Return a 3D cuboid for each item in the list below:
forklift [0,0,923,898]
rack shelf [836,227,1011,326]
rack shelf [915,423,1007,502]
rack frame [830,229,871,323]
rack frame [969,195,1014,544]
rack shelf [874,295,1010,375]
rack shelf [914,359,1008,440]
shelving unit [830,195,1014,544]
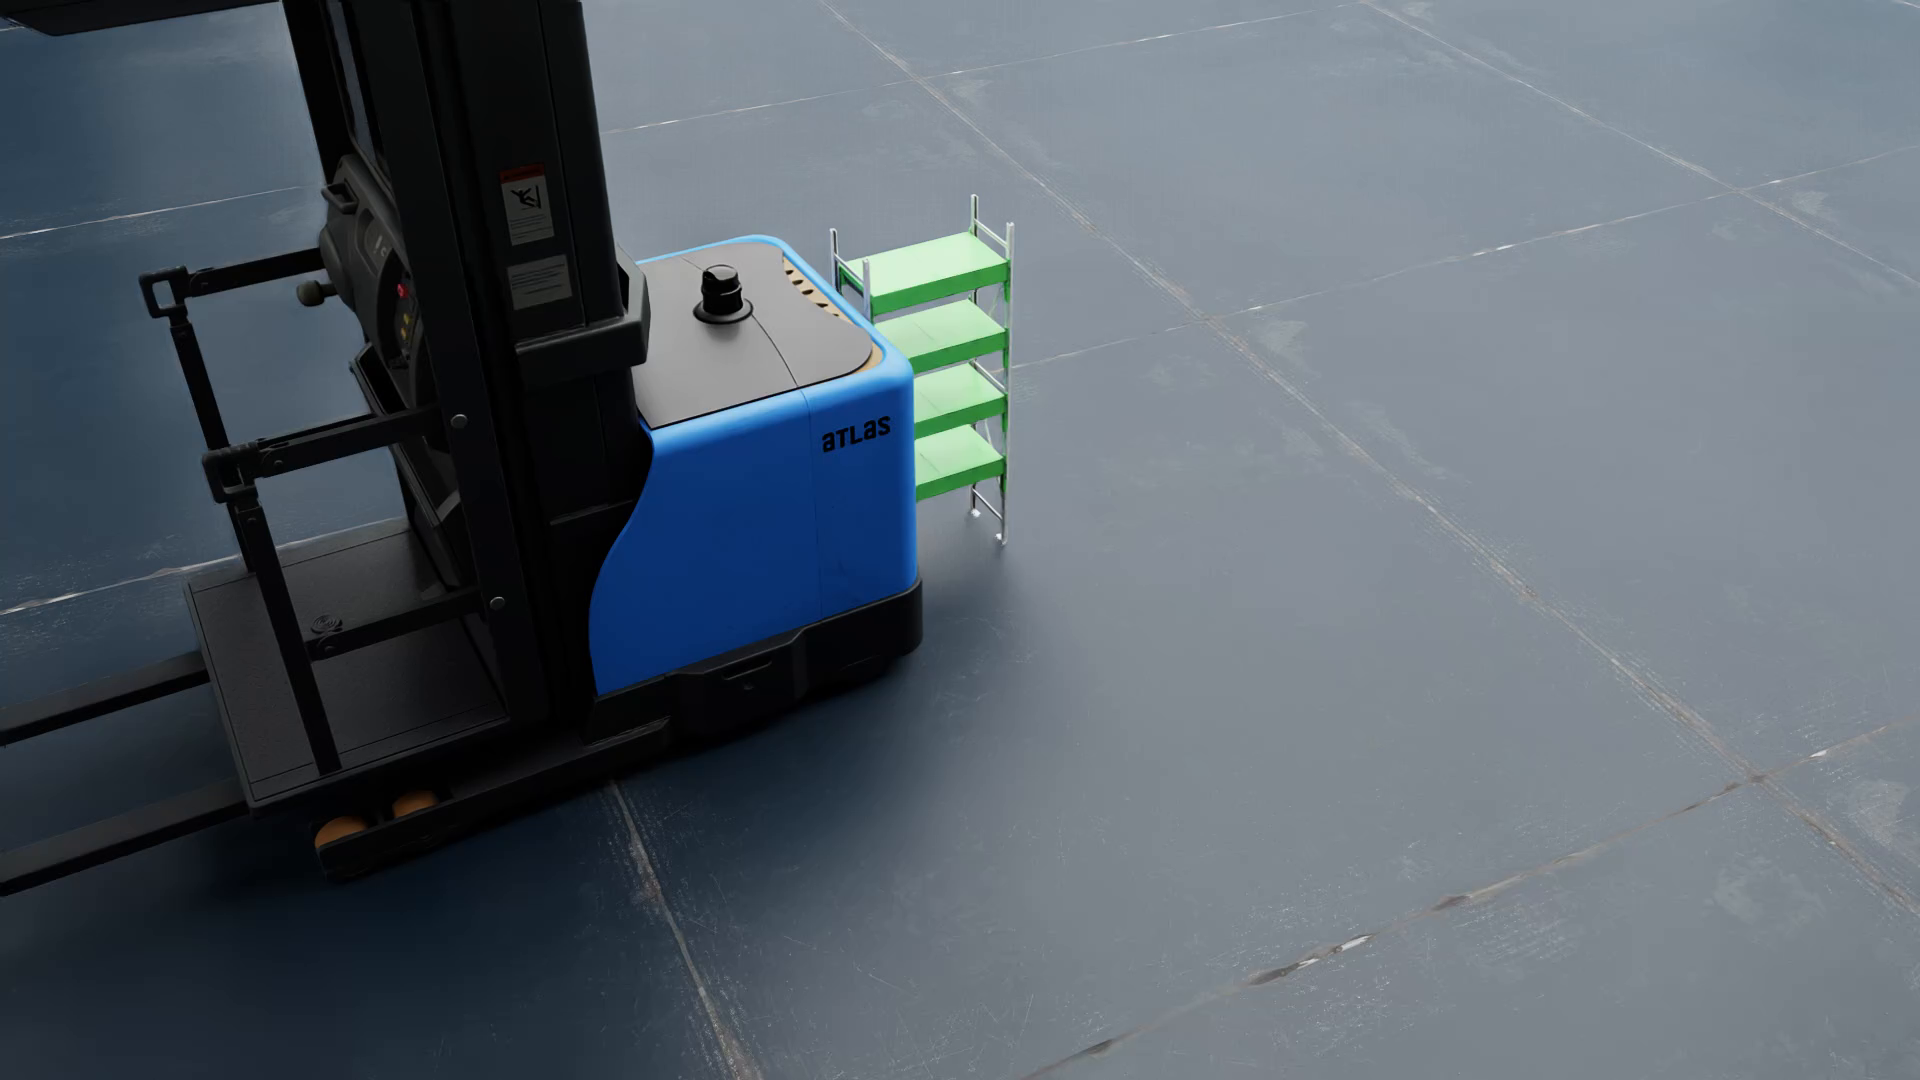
[{"bbox_3d":[-1.655,-0.625,4.132,3.031,2.935,1.130,-18,40,-23],"label":"forklift"},{"bbox_3d":[-0.114,-0.795,5.116,0.480,0.148,0.258,-18,40,-23],"label":"rack shelf"},{"bbox_3d":[-0.114,-0.216,5.545,0.480,0.148,0.258,-18,40,-23],"label":"rack shelf"},{"bbox_3d":[-0.327,-0.389,5.268,0.015,1.200,0.240,-18,40,-23],"label":"rack frame"},{"bbox_3d":[0.099,-0.532,5.459,0.015,1.200,0.240,-18,40,-23],"label":"rack frame"},{"bbox_3d":[-0.114,-0.602,5.259,0.480,0.148,0.258,-18,40,-23],"label":"rack shelf"},{"bbox_3d":[-0.114,-0.409,5.402,0.480,0.148,0.258,-18,40,-23],"label":"rack shelf"},{"bbox_3d":[-0.114,-0.461,5.364,0.503,1.200,0.258,-18,40,-23],"label":"shelving unit"}]
